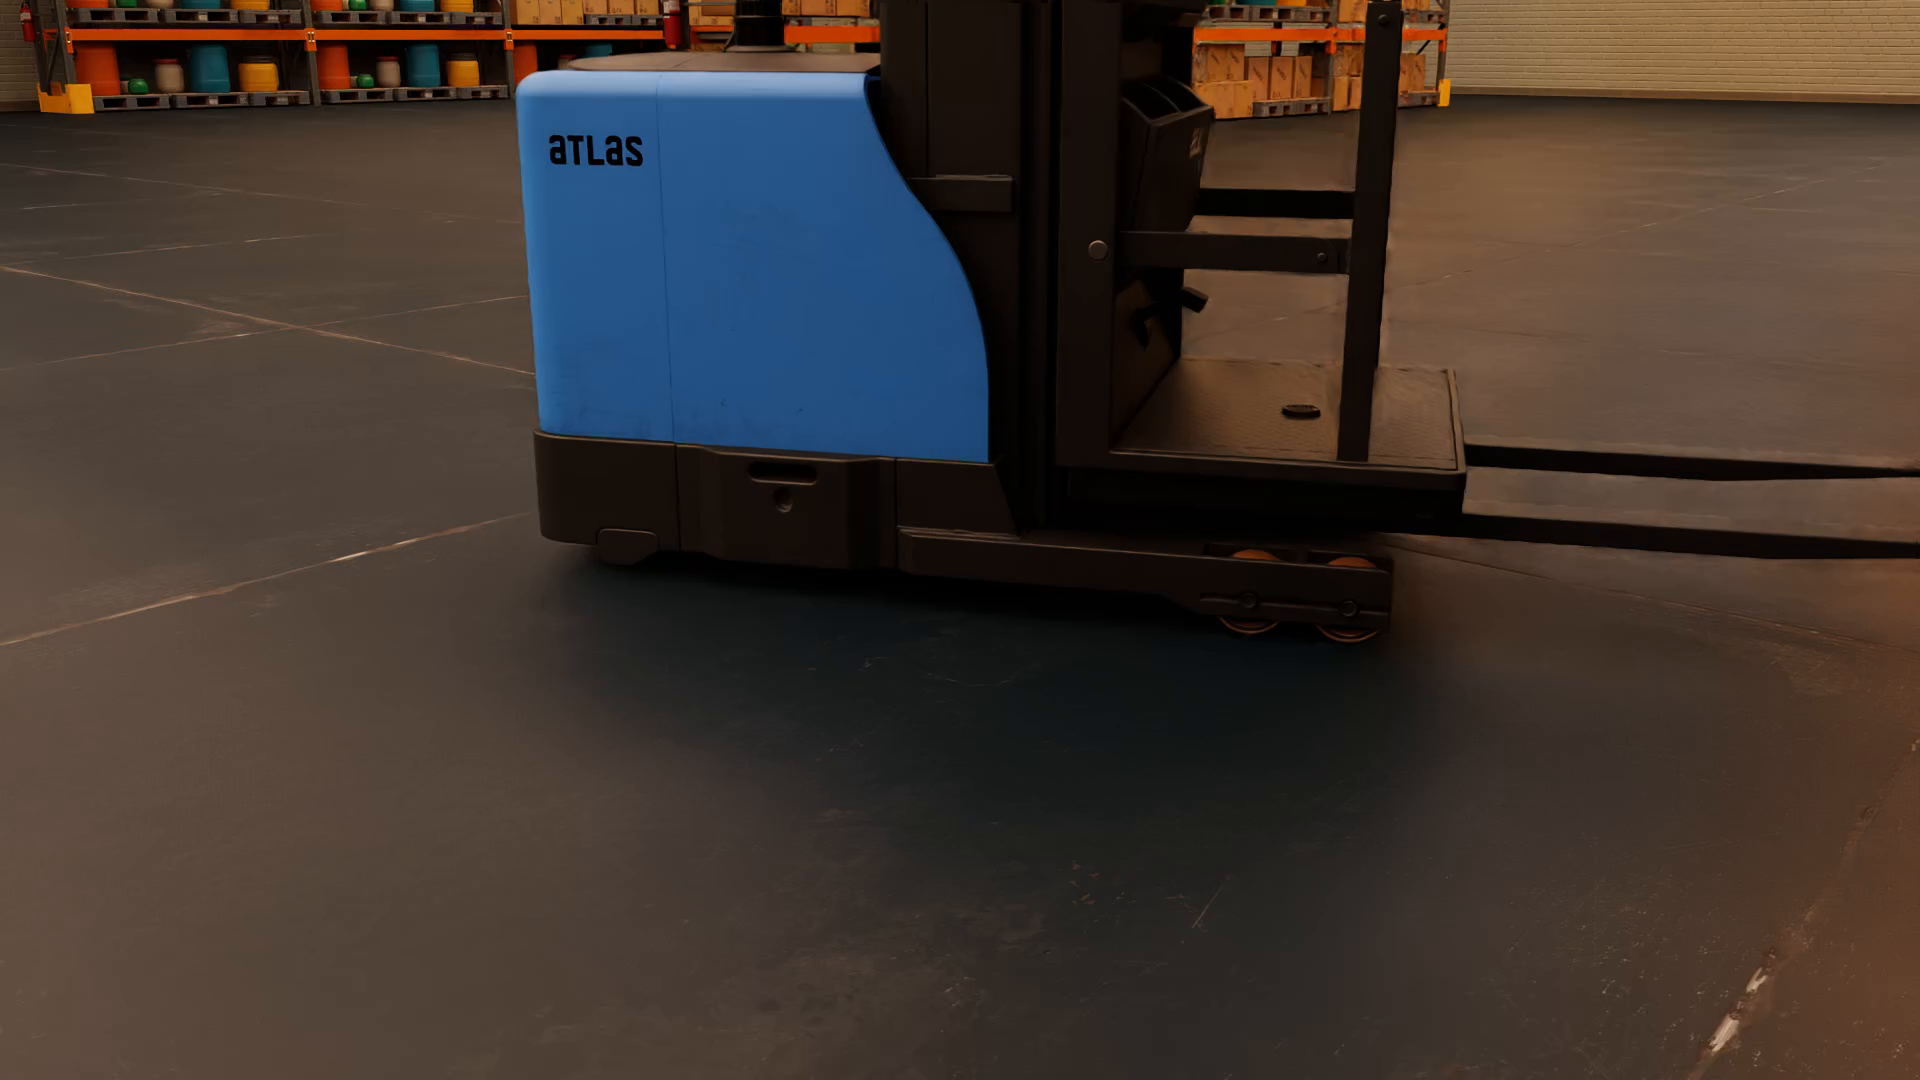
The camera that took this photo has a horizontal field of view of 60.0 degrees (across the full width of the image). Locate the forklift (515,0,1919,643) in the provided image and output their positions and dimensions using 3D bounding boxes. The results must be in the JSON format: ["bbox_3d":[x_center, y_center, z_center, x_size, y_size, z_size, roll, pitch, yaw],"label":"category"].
[{"bbox_3d":[0.626,-1.371,3.412,3.031,2.935,1.130,4,17,14],"label":"forklift"}]
